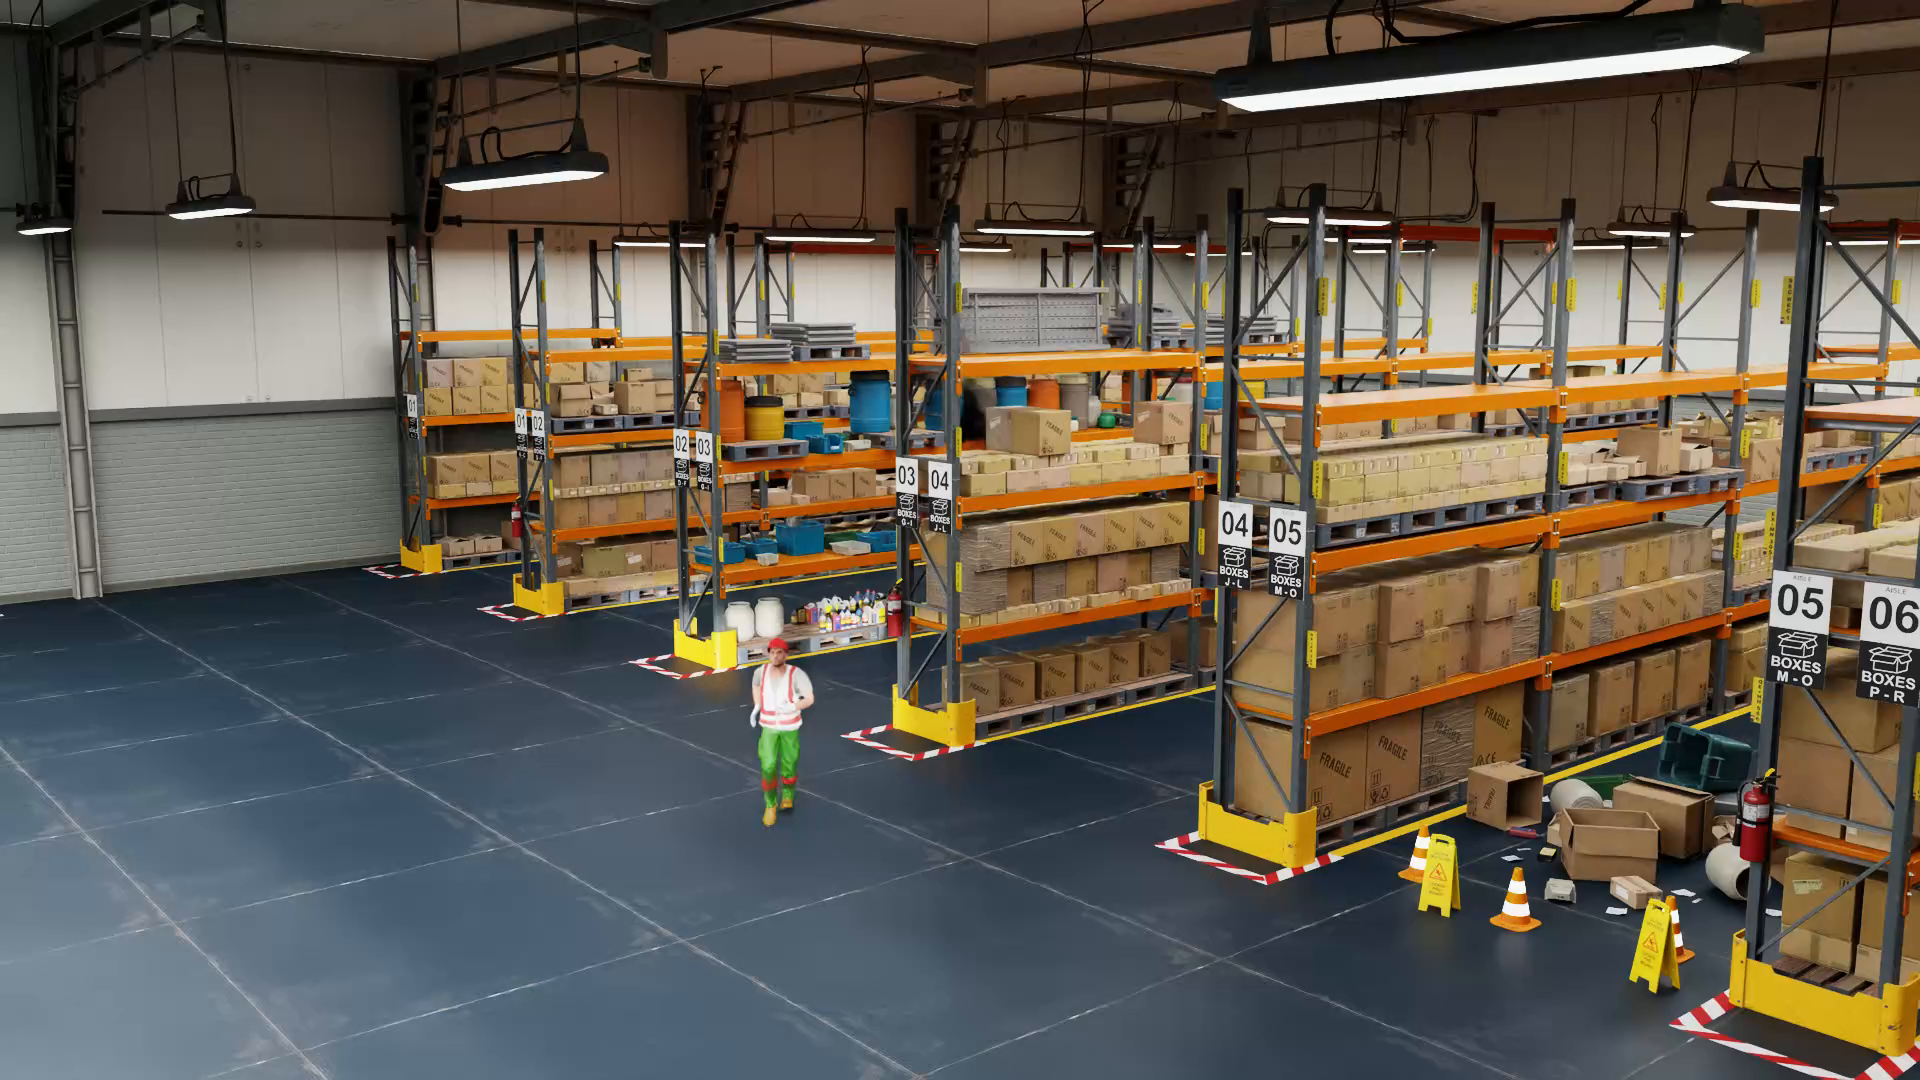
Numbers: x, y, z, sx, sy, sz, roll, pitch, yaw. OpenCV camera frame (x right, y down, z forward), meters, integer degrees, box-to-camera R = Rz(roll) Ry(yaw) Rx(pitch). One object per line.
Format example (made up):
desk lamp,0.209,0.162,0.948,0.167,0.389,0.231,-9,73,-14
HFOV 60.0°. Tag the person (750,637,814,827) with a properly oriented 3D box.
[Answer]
person,-1.718,1.830,16.068,0.633,1.818,0.739,0,9,2

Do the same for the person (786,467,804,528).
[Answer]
person,-3.122,-0.600,31.961,0.692,1.746,0.735,8,12,43
